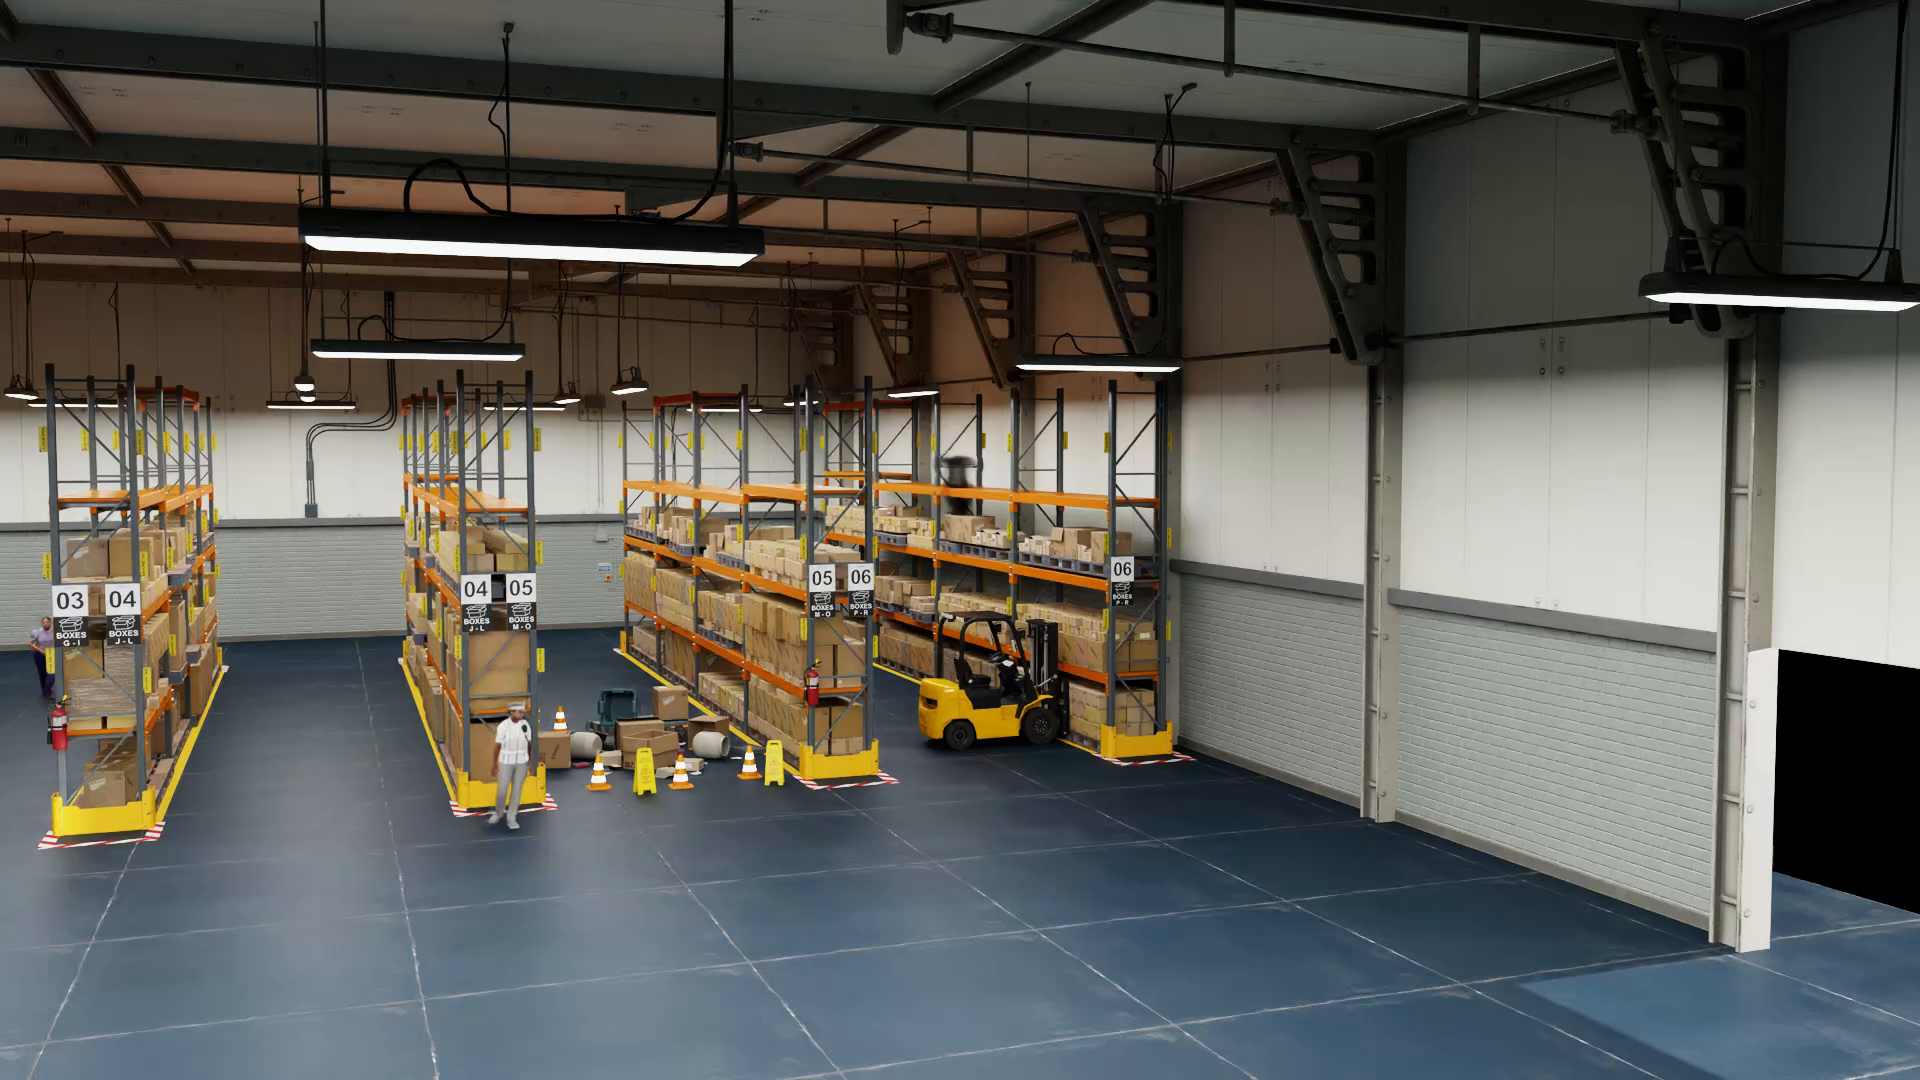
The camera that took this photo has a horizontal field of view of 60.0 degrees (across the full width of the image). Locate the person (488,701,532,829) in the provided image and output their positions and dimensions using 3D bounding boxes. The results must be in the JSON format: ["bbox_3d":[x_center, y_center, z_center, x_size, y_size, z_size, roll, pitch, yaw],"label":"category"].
[{"bbox_3d":[-5.827,2.903,21.523,0.554,1.661,0.456,-2,4,-33],"label":"person"}]

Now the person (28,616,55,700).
[{"bbox_3d":[-17.947,2.304,32.591,0.591,1.622,0.784,-3,4,-39],"label":"person"}]
